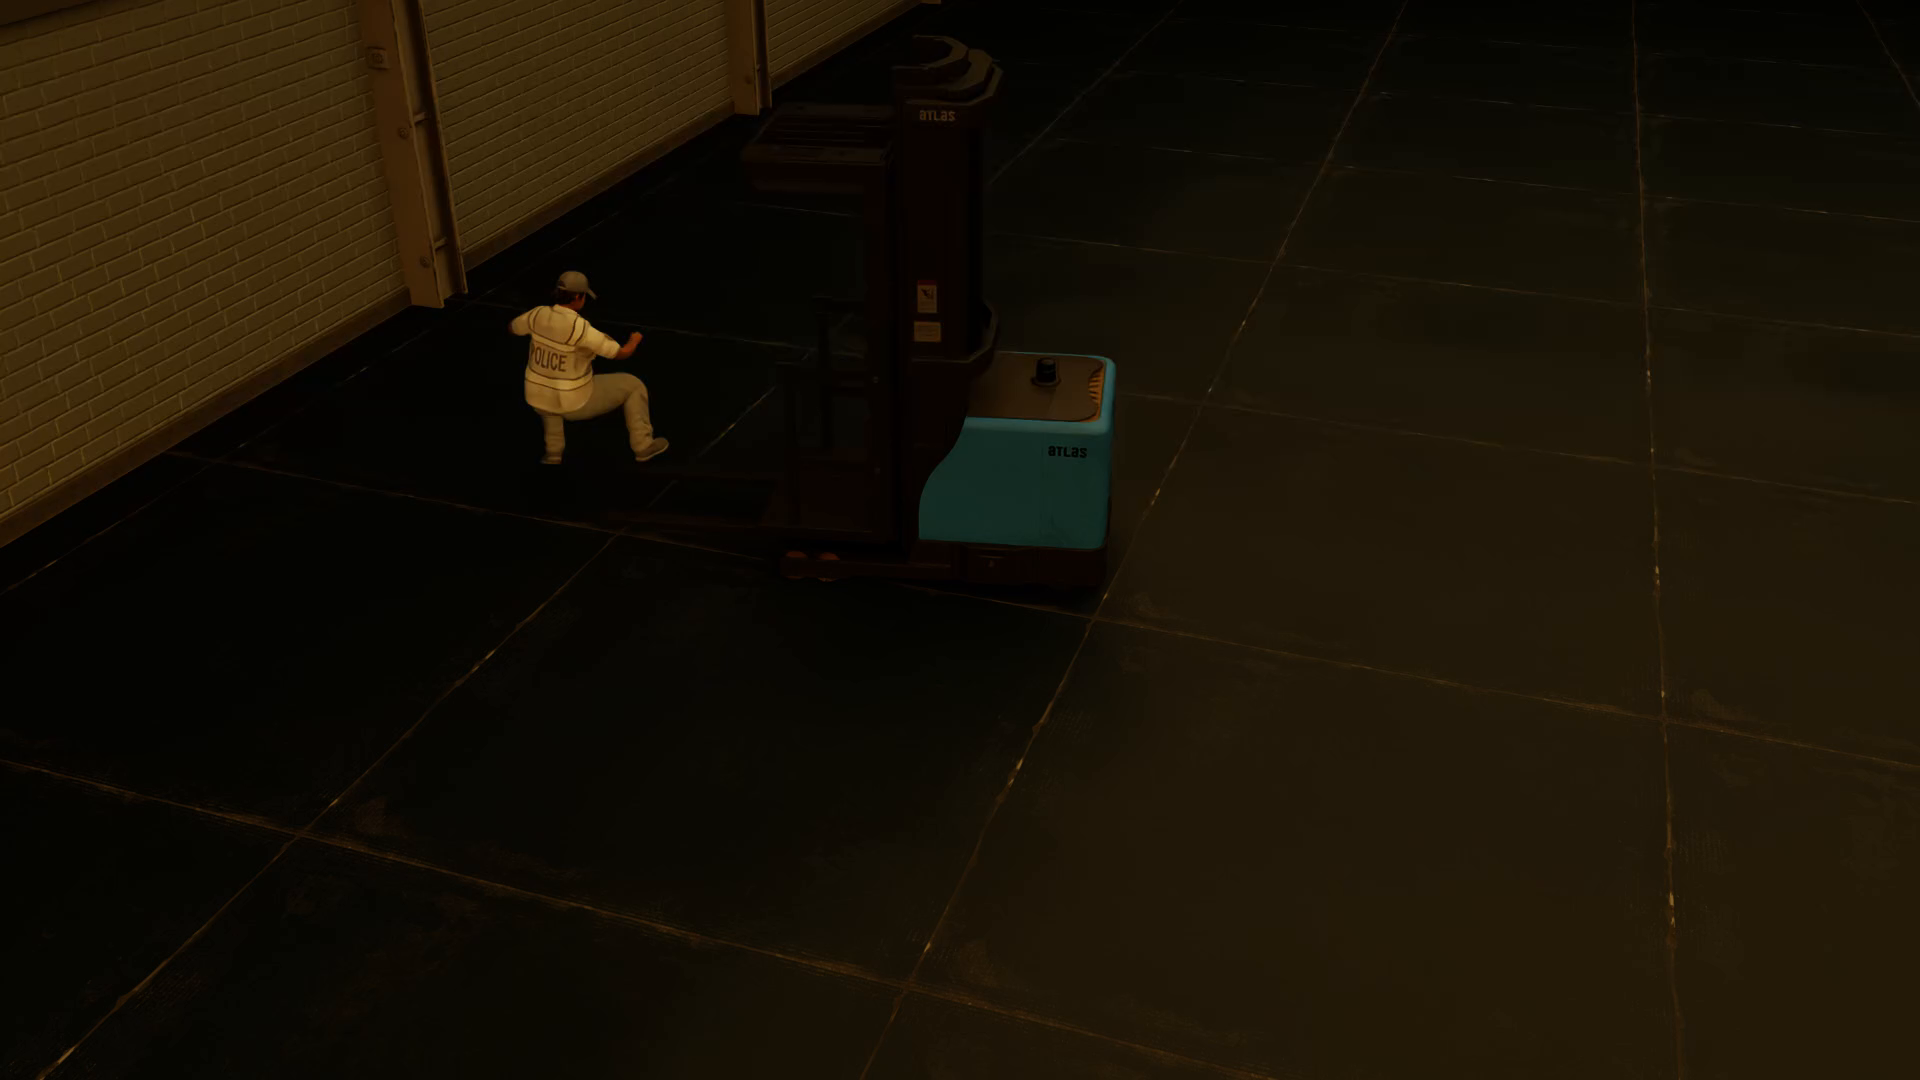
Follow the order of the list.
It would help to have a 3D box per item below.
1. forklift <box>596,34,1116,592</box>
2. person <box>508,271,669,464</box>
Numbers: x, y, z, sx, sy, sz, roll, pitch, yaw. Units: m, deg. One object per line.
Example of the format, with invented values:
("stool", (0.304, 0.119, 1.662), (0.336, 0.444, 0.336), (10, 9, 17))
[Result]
("forklift", (-0.623, -1.286, 9.392), (3.031, 2.935, 1.130), (4, 30, 6))
("person", (-2.373, -1.032, 10.426), (0.967, 1.436, 0.735), (12, 32, 20))
